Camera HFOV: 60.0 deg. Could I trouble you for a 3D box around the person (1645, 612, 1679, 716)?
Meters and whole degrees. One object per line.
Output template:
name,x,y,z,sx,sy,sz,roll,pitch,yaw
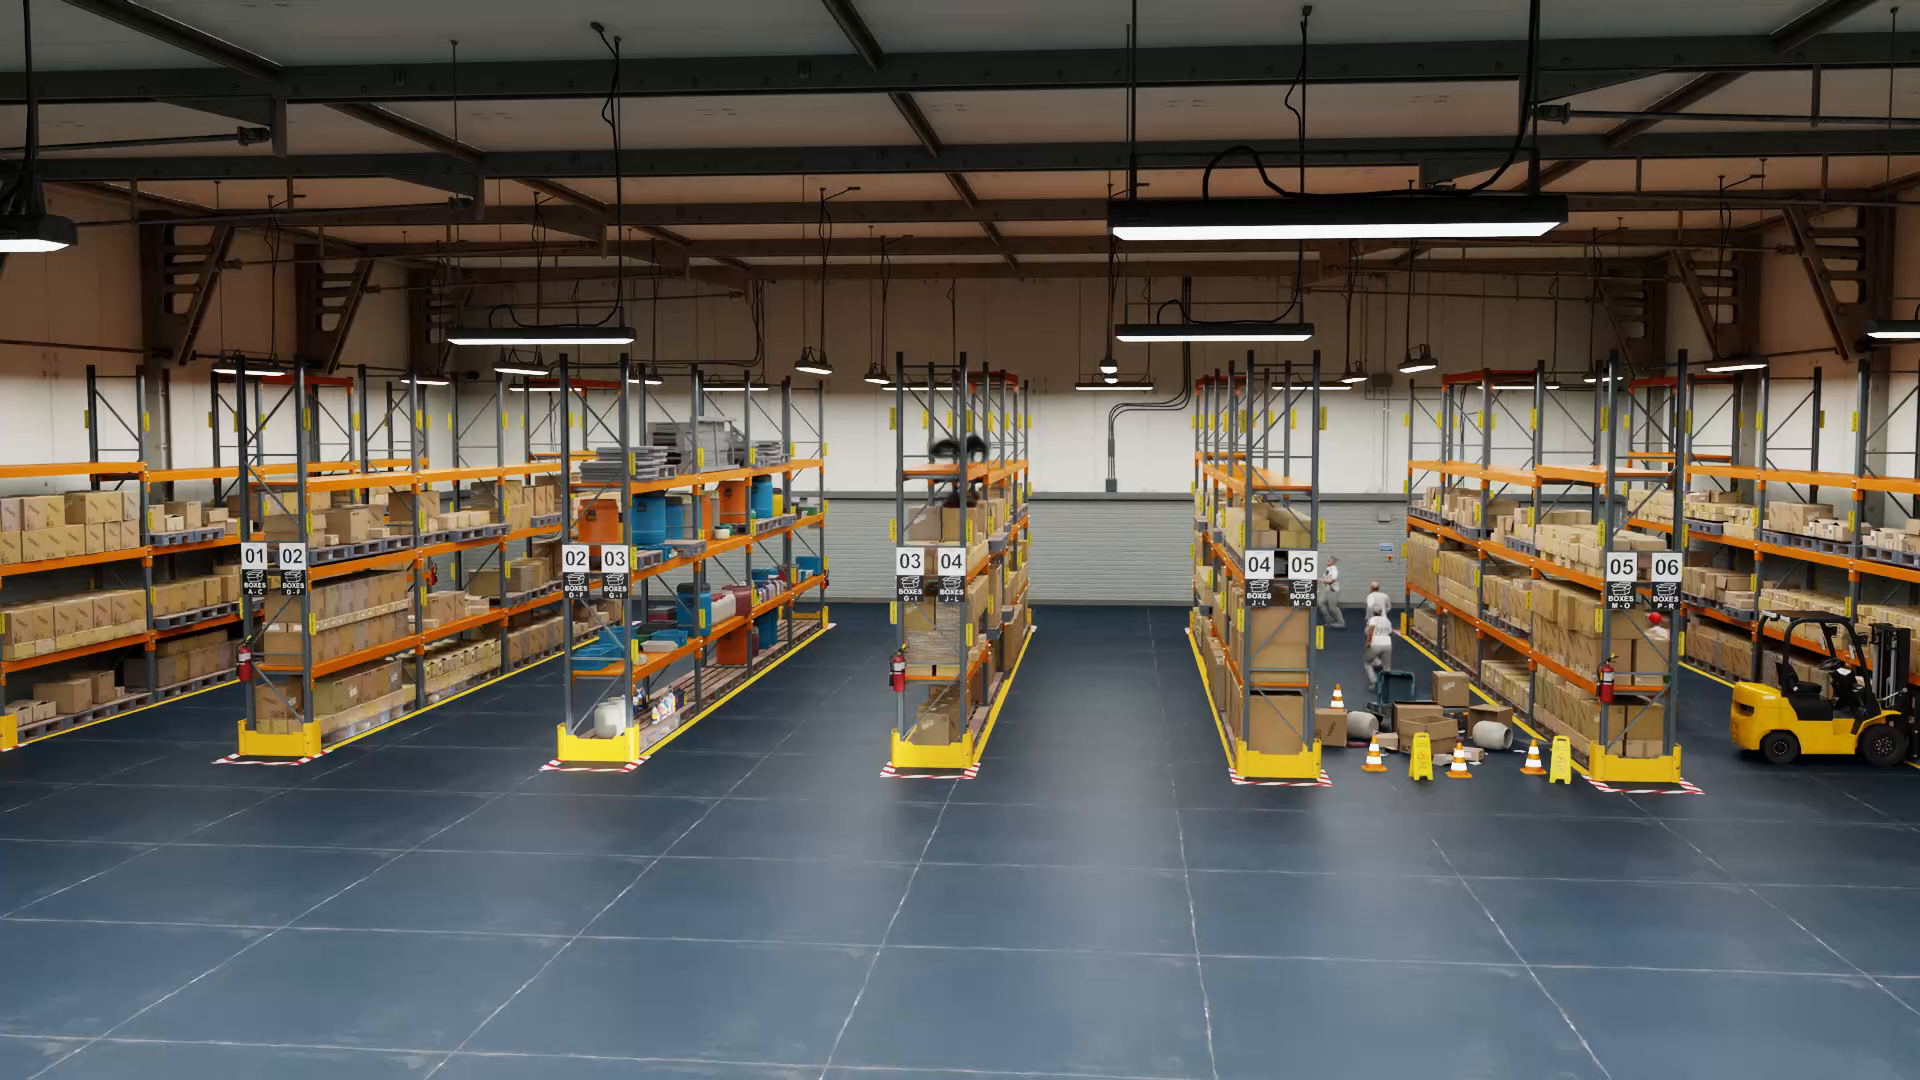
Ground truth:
person,11.881,2.121,28.228,0.677,1.754,0.954,-1,4,-7

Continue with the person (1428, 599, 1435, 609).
person,12.170,1.152,42.205,0.858,1.673,0.584,-1,4,-10

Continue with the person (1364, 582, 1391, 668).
person,8.539,1.752,33.746,0.679,1.736,0.885,-1,4,-16

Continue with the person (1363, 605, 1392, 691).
person,7.779,2.021,30.874,0.598,1.600,0.913,-1,4,-10

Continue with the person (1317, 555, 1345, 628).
person,8.958,1.264,40.317,0.721,1.819,0.649,0,4,0
